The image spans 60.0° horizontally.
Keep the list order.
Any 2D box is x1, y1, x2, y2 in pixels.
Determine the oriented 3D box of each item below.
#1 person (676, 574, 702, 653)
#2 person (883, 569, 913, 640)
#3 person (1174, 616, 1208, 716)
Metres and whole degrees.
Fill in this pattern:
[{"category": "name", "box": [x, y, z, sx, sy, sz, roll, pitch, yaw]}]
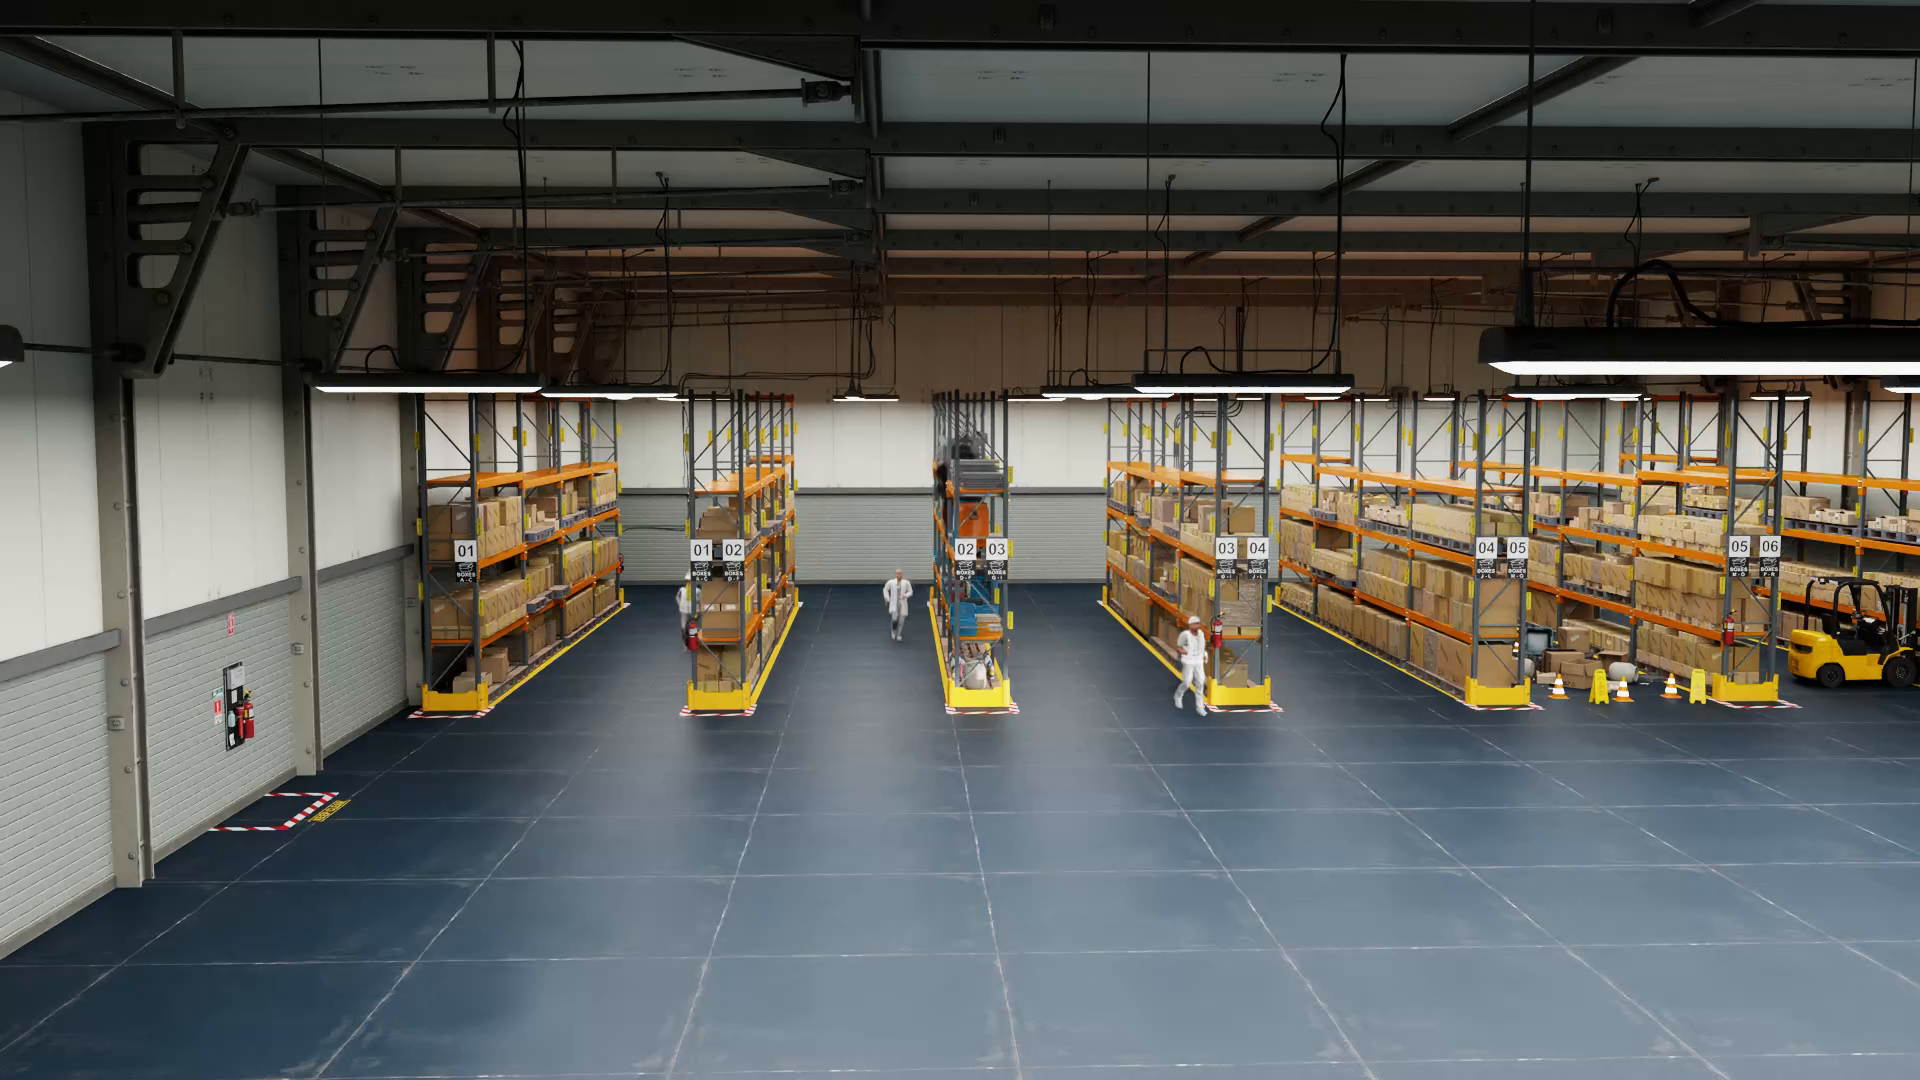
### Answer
[{"category": "person", "box": [-6.274, 1.705, 38.512, 0.638, 1.815, 0.706, 0, 5, -4]}, {"category": "person", "box": [-1.486, 1.574, 40.118, 0.704, 1.734, 0.653, 0, 5, -5]}, {"category": "person", "box": [4.313, 2.308, 30.903, 0.707, 1.806, 0.879, -2, 5, -25]}]
